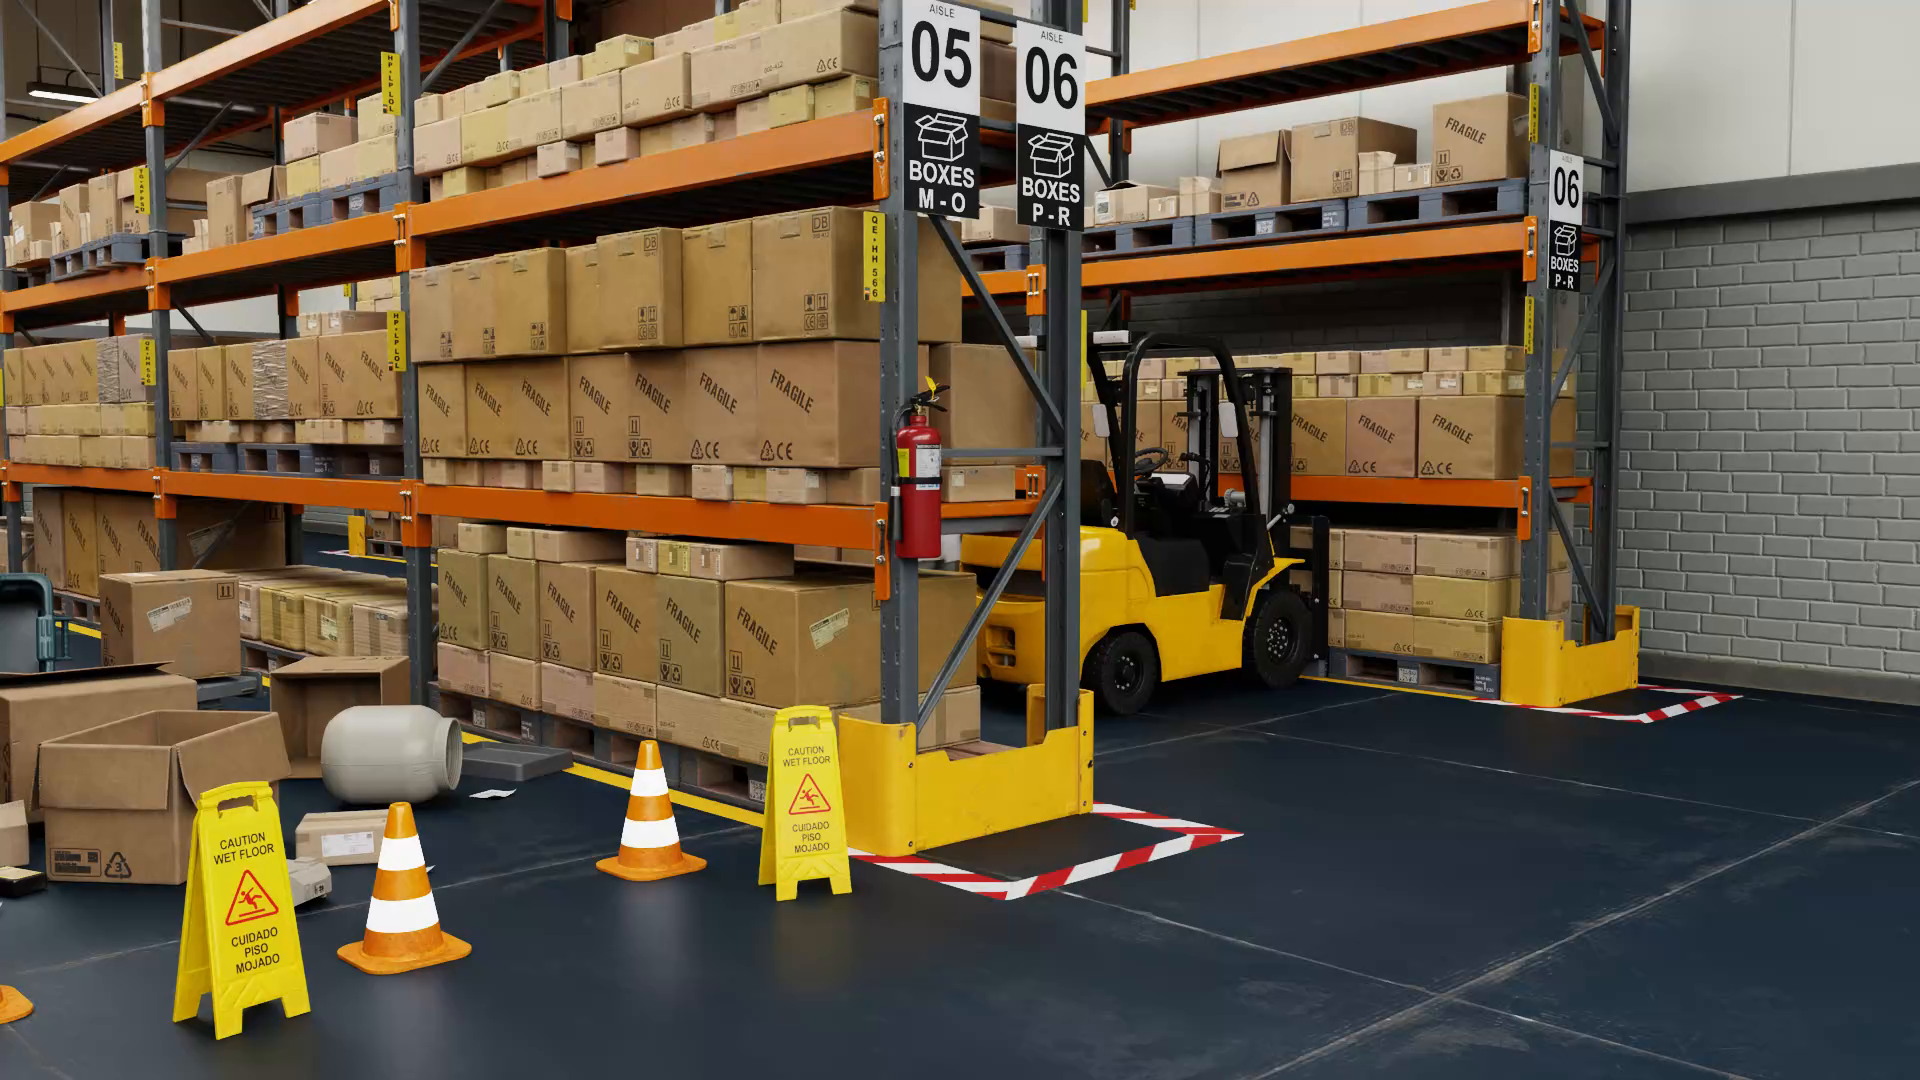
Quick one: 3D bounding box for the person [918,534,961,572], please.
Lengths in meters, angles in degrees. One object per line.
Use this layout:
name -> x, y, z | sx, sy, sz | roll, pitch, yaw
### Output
person -> -0.246, -0.082, 11.920 | 0.557, 1.780, 0.522 | -3, 5, -34
